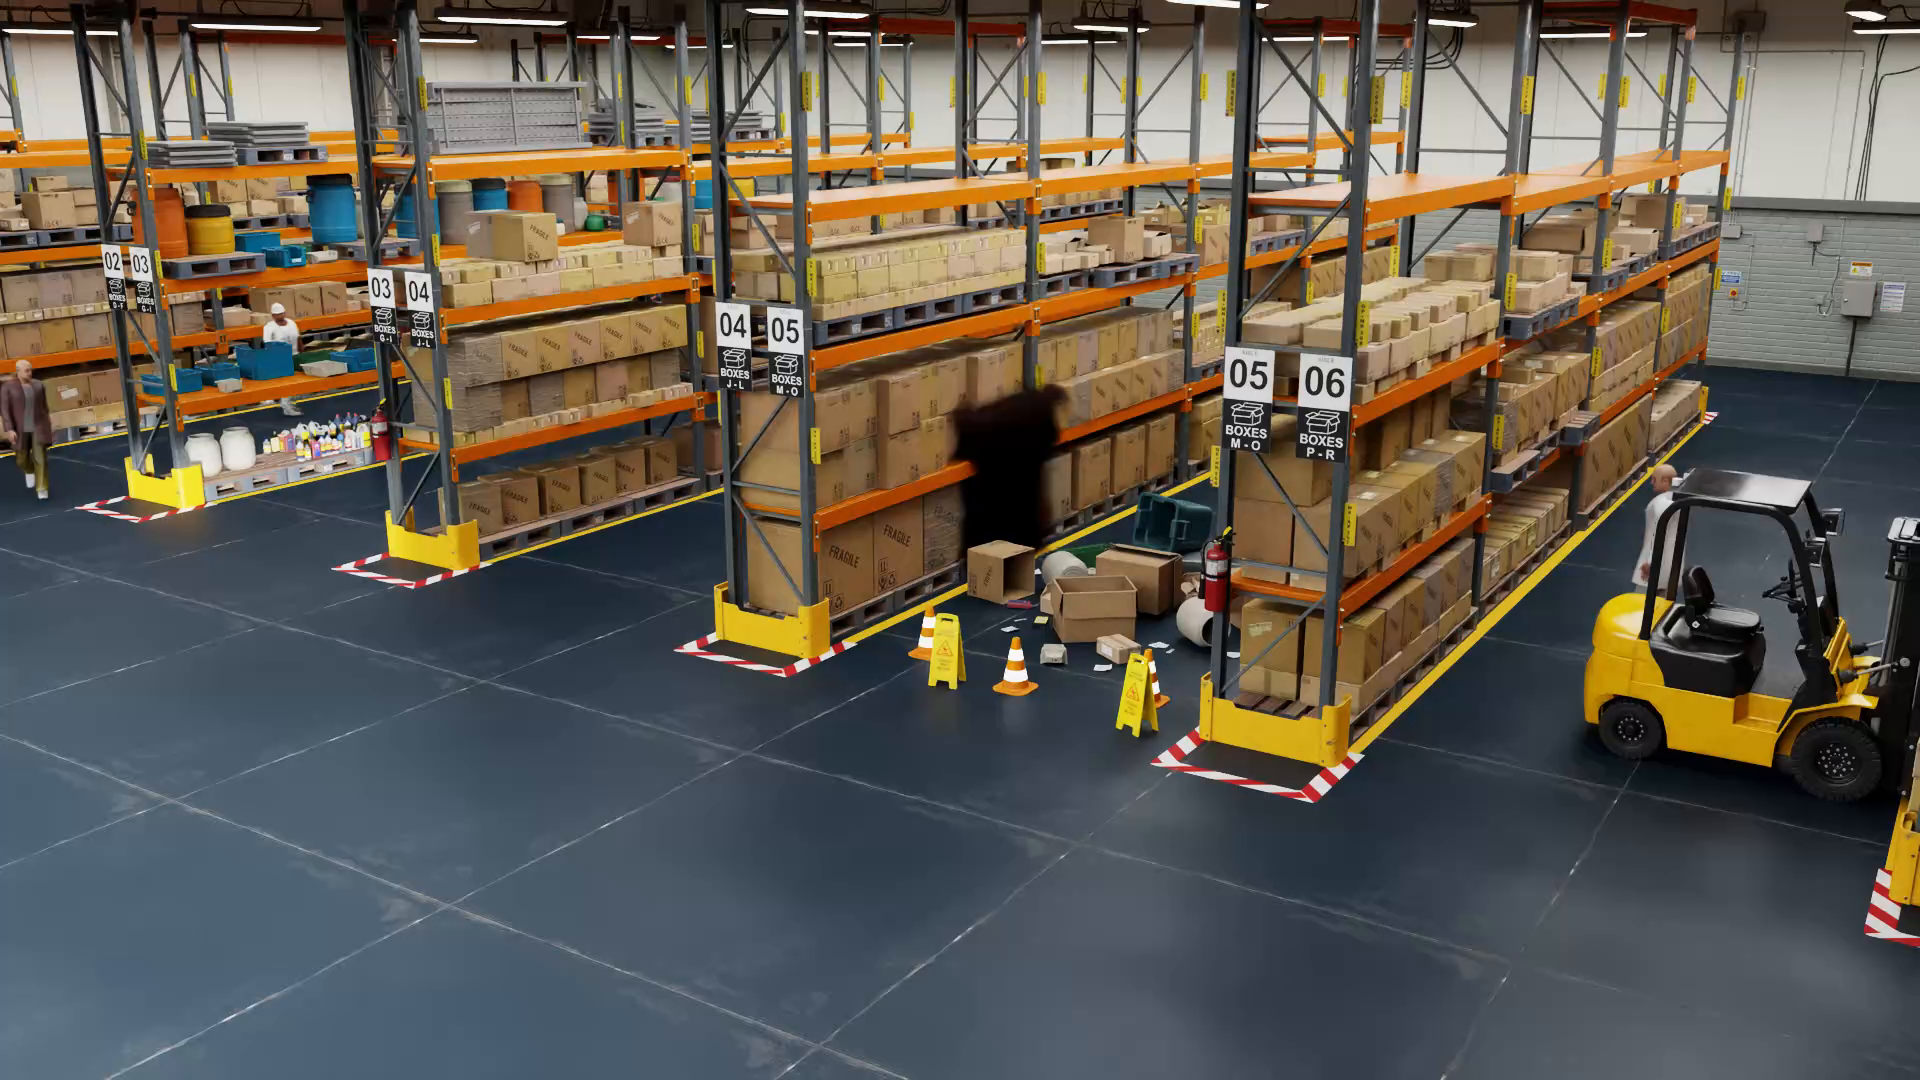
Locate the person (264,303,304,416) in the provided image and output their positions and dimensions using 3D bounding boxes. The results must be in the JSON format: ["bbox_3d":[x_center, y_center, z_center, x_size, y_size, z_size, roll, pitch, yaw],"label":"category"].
[{"bbox_3d":[-10.590,-2.841,26.095,0.447,1.772,0.579,5,16,16],"label":"person"}]

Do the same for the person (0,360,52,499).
[{"bbox_3d":[-11.801,-1.428,21.074,0.532,1.737,0.874,-6,16,-19],"label":"person"}]

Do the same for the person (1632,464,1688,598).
[{"bbox_3d":[6.446,0.271,15.309,0.631,1.598,0.409,-7,17,-23],"label":"person"}]

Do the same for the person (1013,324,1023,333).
[{"bbox_3d":[0.932,-2.320,24.465,0.484,1.691,0.507,-15,21,-42],"label":"person"}]
